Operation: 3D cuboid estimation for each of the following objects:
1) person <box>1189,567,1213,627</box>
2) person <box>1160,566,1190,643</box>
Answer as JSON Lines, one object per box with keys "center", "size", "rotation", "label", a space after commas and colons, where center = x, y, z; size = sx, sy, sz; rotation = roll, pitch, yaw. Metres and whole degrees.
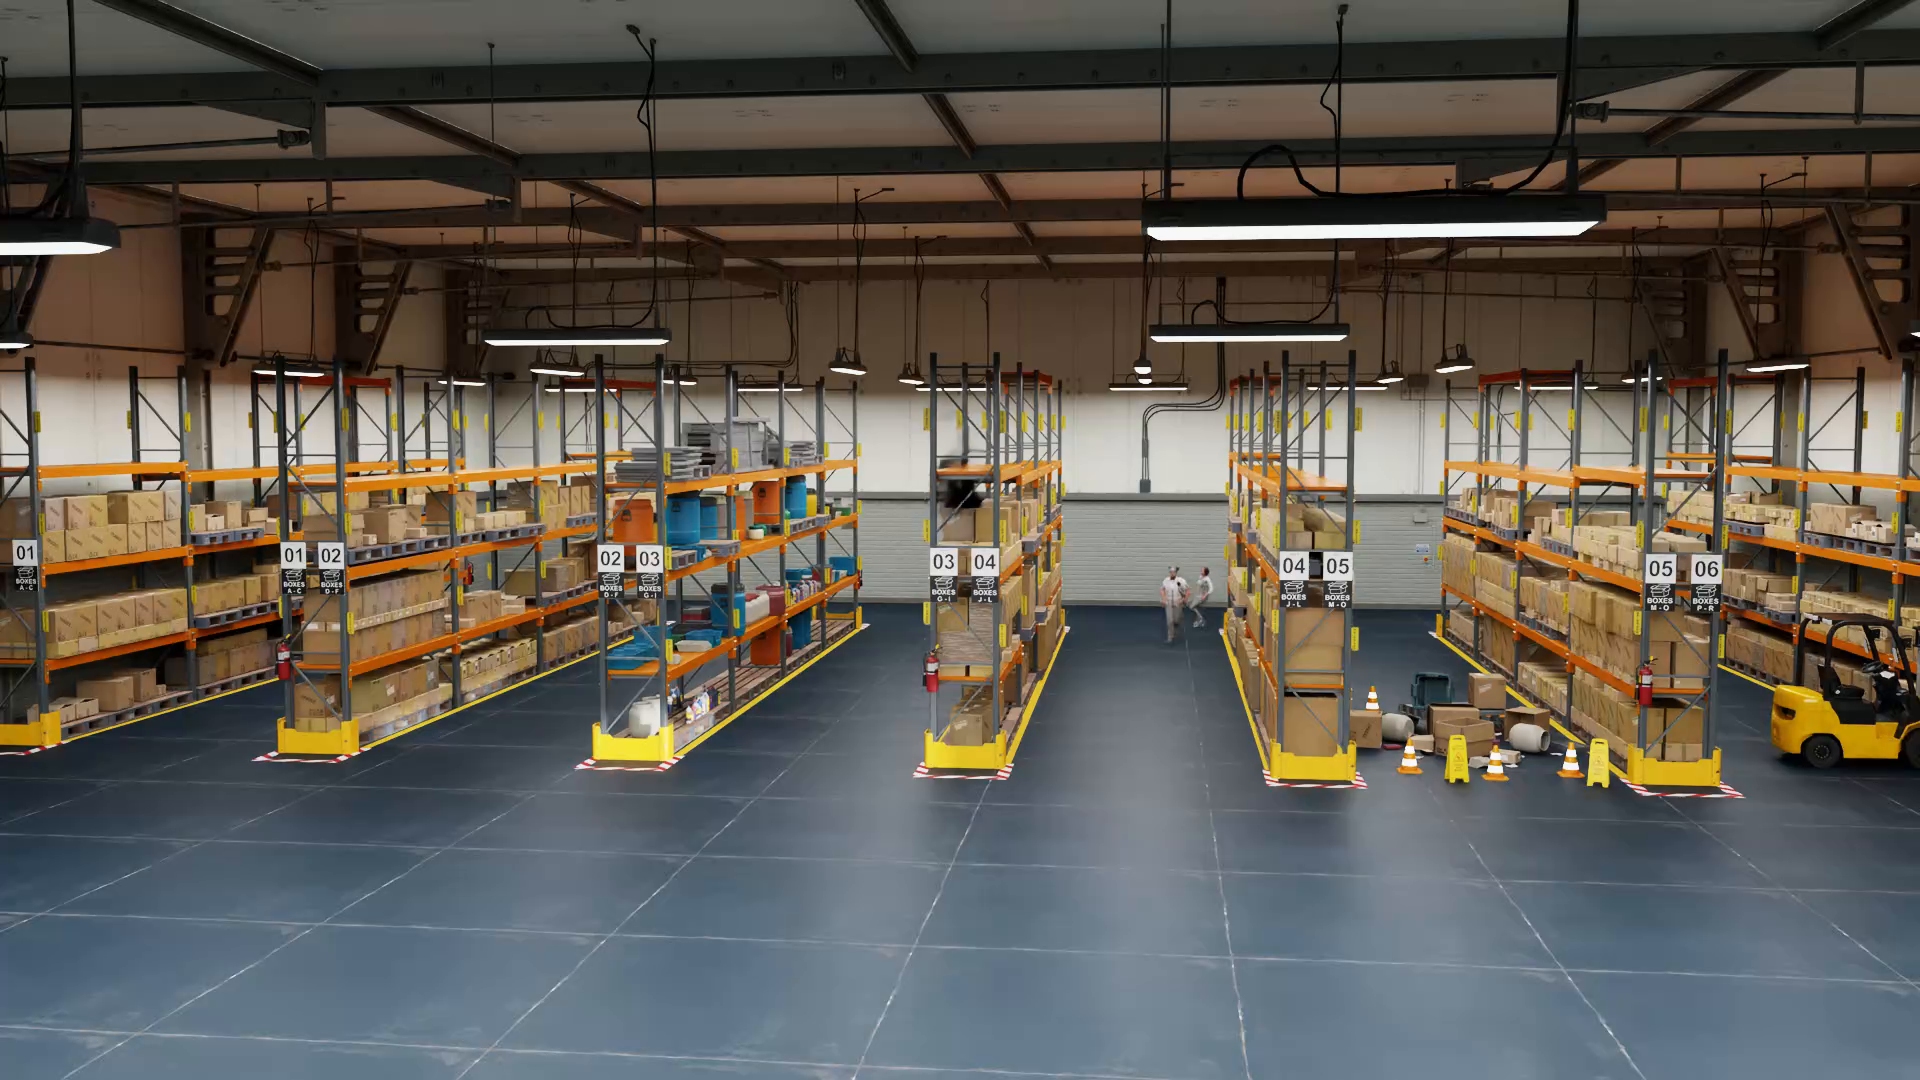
{"center": [5.838, 1.393, 40.543], "size": [0.553, 1.510, 0.646], "rotation": [0, 4, -5], "label": "person"}
{"center": [4.916, 1.451, 38.016], "size": [0.679, 1.772, 0.673], "rotation": [1, 4, 16], "label": "person"}
